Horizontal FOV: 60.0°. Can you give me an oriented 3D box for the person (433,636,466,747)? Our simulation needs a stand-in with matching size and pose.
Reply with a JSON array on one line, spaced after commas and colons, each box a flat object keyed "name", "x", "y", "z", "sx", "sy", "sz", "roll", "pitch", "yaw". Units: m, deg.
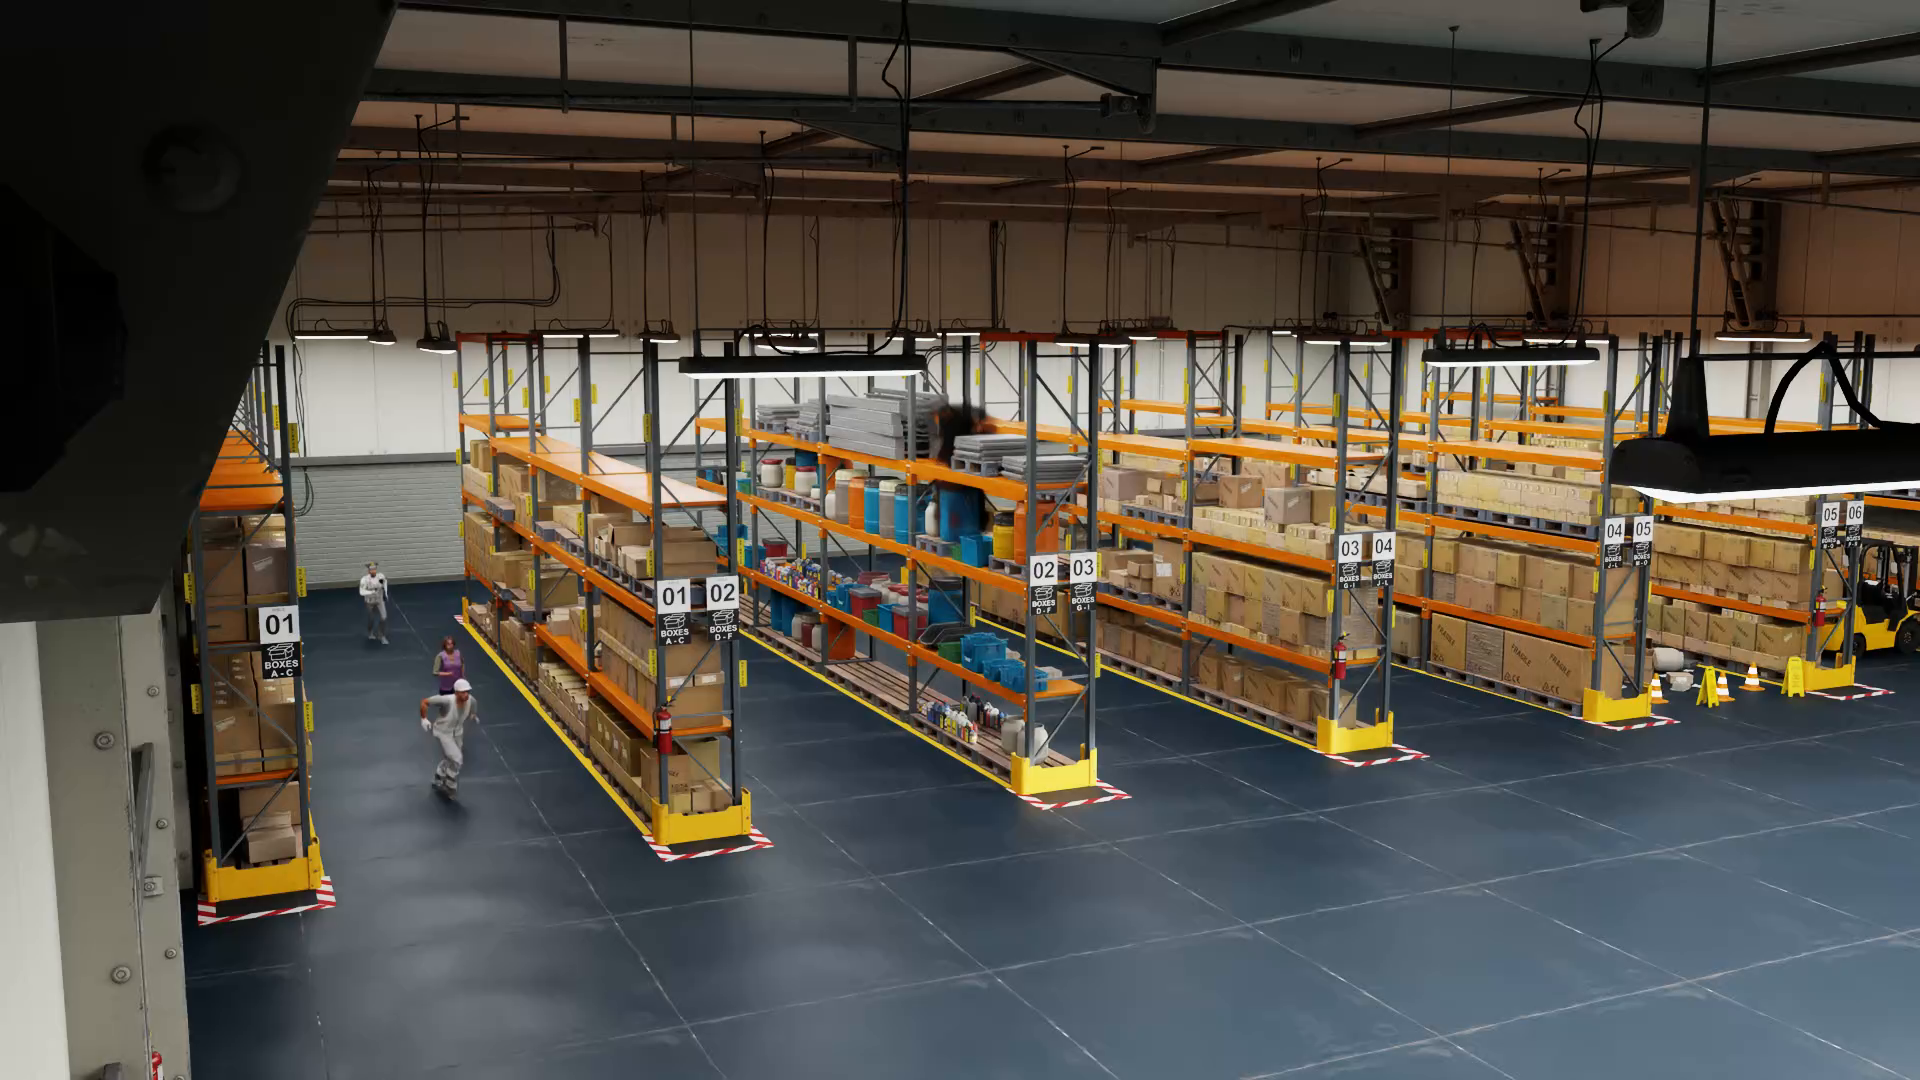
[{"name": "person", "x": -7.556, "y": 2.210, "z": 24.632, "sx": 0.498, "sy": 1.626, "sz": 0.809, "roll": -4, "pitch": 9, "yaw": -26}]

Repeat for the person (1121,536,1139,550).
[{"name": "person", "x": 4.305, "y": -0.170, "z": 41.953, "sx": 0.691, "sy": 1.731, "sz": 0.691, "roll": 3, "pitch": 8, "yaw": 18}]

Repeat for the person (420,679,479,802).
[{"name": "person", "x": -6.693, "y": 2.604, "z": 21.756, "sx": 0.977, "sy": 1.671, "sz": 0.713, "roll": 7, "pitch": 10, "yaw": 40}]

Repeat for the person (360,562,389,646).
[{"name": "person", "x": -11.282, "y": 1.206, "z": 32.027, "sx": 0.554, "sy": 1.636, "sz": 0.920, "roll": -4, "pitch": 9, "yaw": -28}]
